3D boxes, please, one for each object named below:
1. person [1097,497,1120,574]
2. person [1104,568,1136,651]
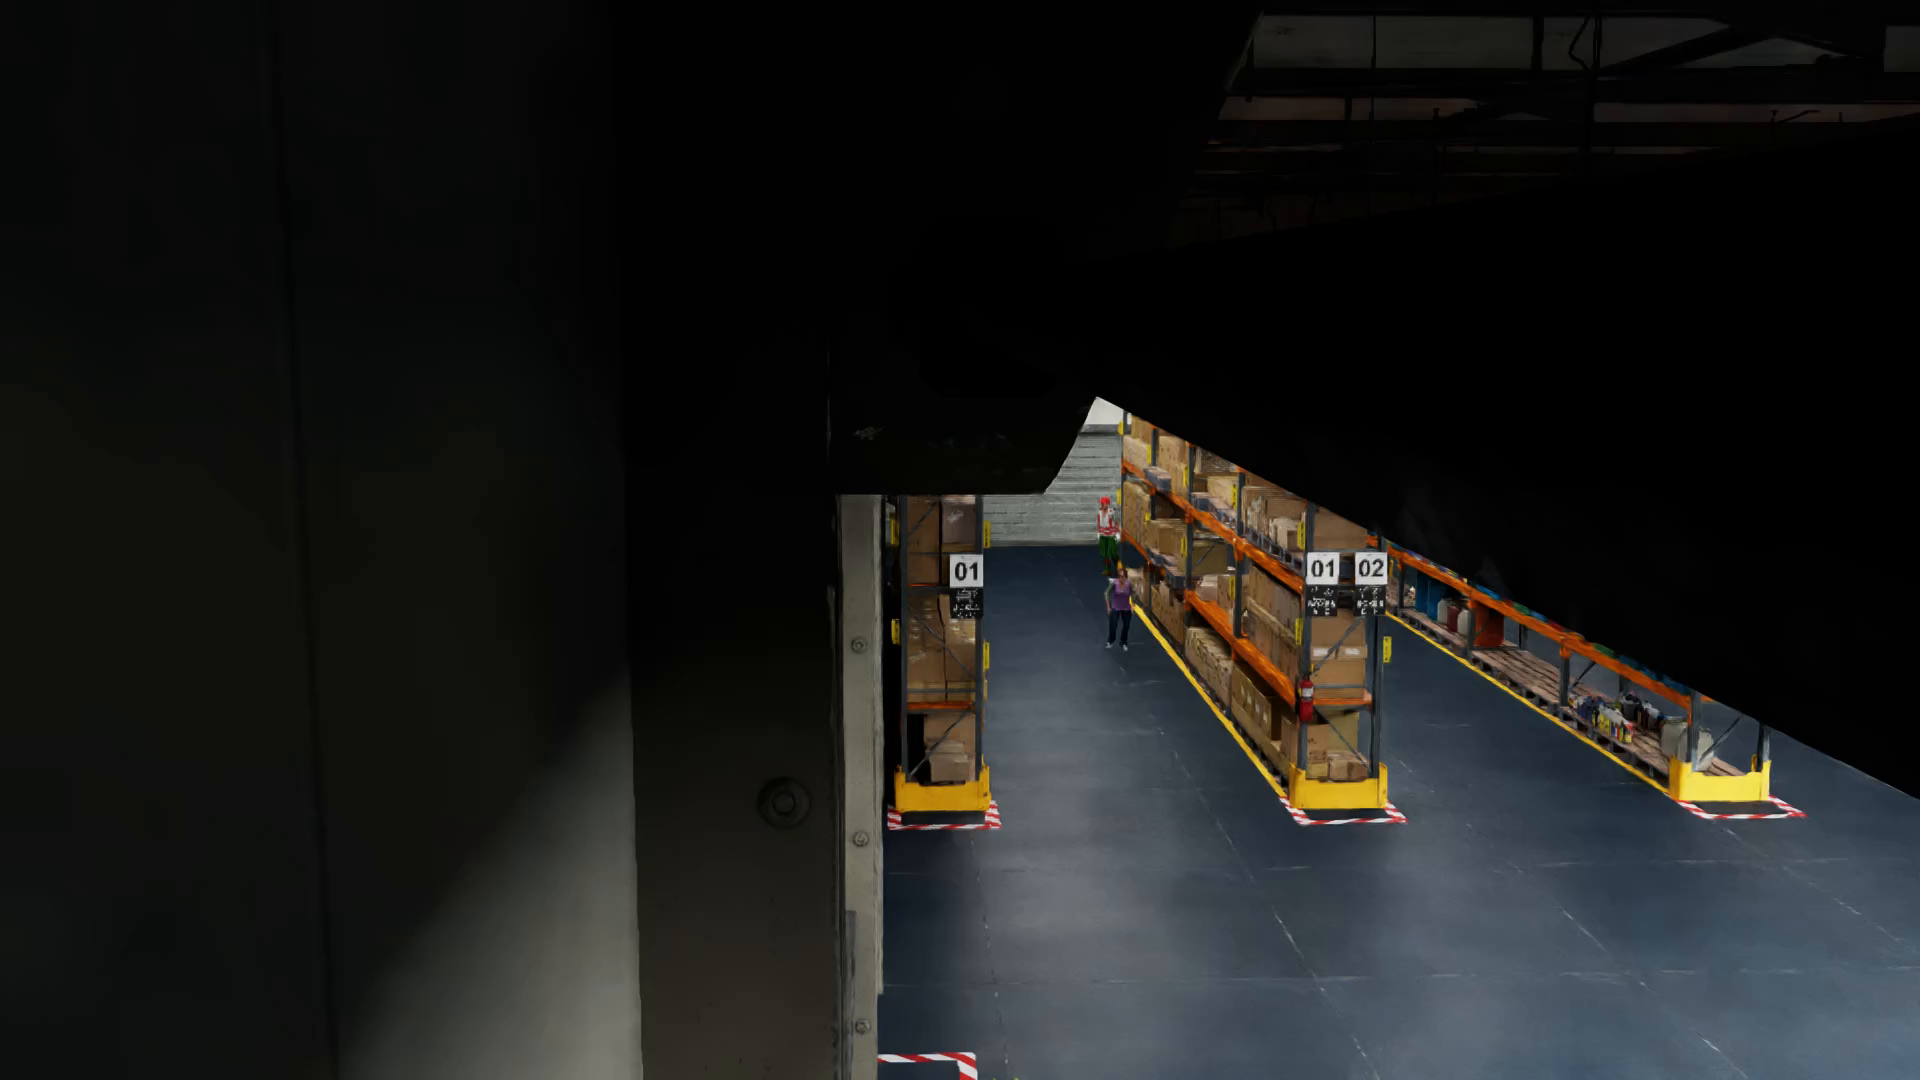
[{"bbox_3d":[3.392,-0.113,37.799,0.584,1.779,0.577,6,10,33],"label":"person"},{"bbox_3d":[2.844,1.225,29.579,0.566,1.541,0.517,-1,8,-5],"label":"person"}]
